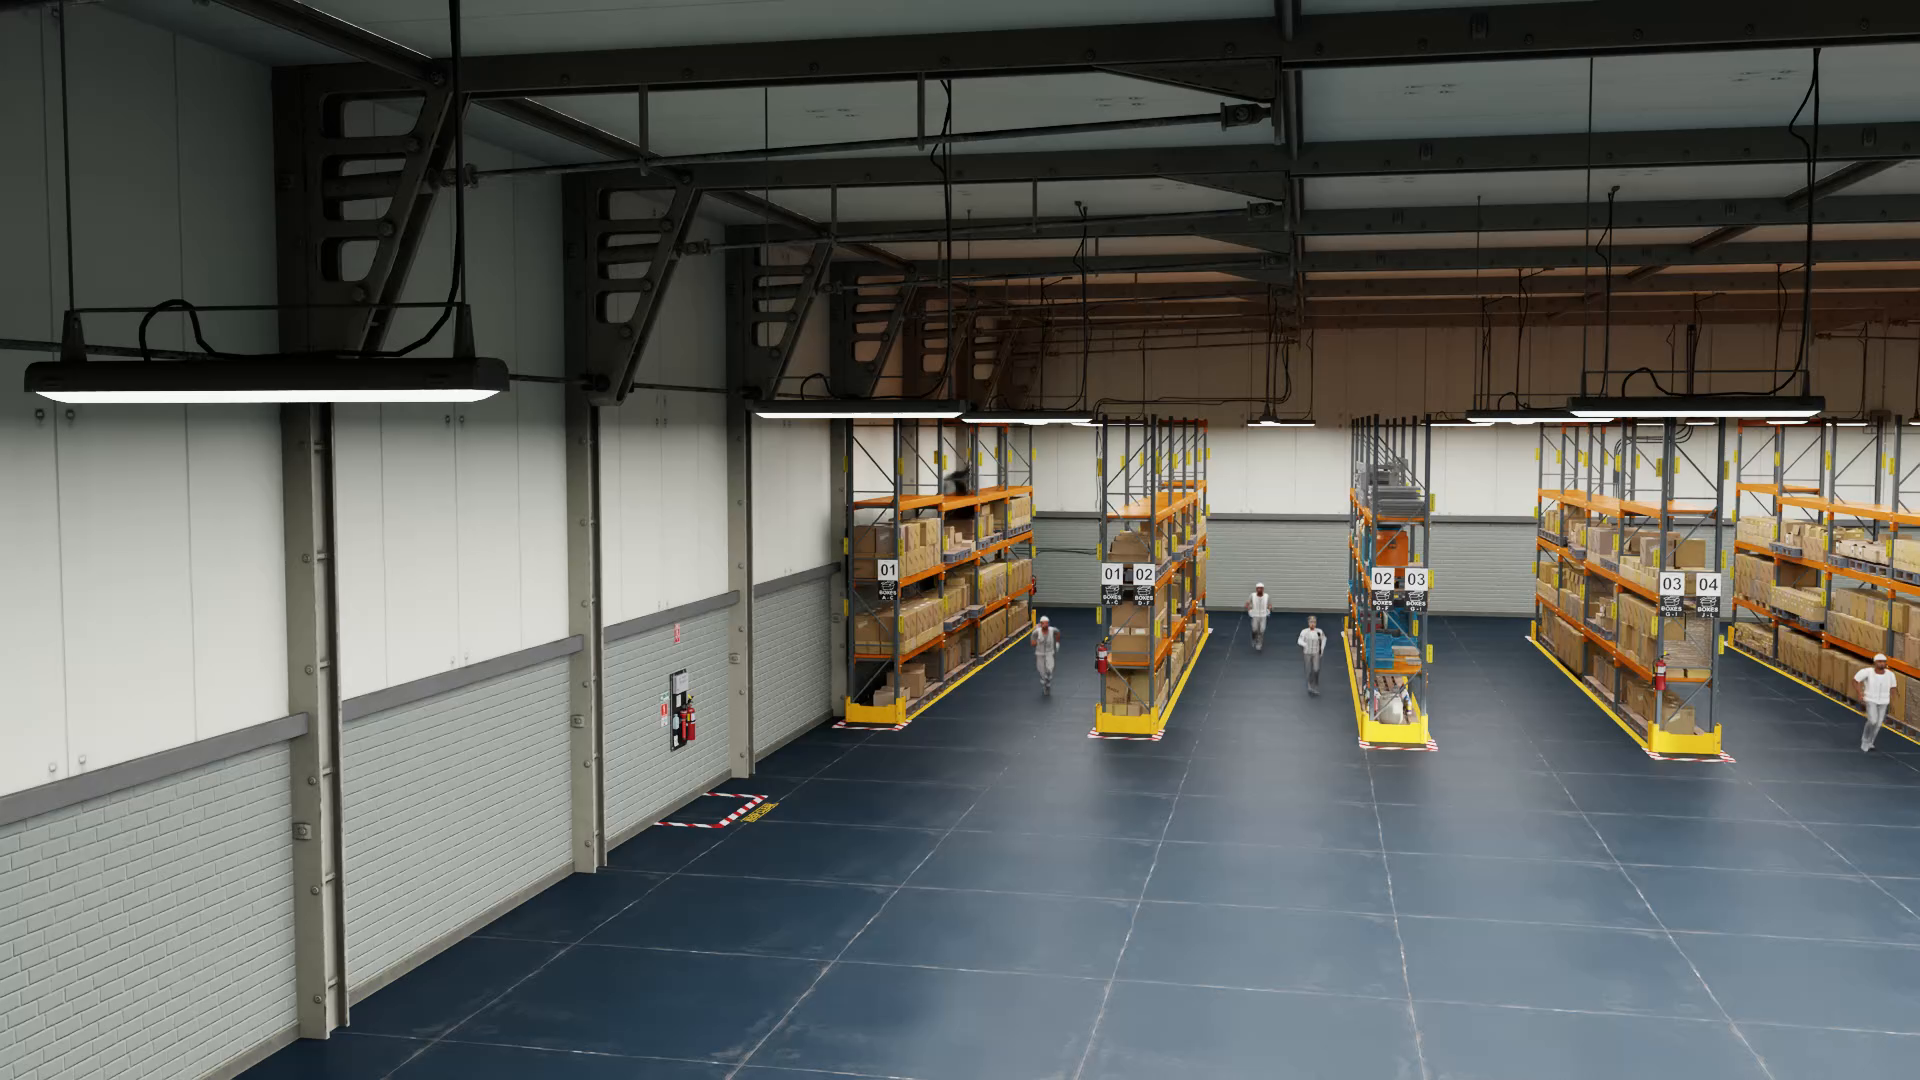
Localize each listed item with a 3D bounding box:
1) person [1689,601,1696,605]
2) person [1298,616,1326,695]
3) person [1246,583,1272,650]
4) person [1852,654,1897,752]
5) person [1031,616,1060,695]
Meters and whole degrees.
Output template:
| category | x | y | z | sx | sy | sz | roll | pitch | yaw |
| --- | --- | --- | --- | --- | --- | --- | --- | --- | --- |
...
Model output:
| category | x | y | z | sx | sy | sz | roll | pitch | yaw |
| --- | --- | --- | --- | --- | --- | --- | --- | --- | --- |
| person | 18.998 | 2.064 | 43.430 | 0.596 | 1.535 | 0.718 | 1 | 4 | 19 |
| person | 7.613 | 2.496 | 35.982 | 0.599 | 1.729 | 0.703 | 1 | 4 | 12 |
| person | 7.745 | 1.982 | 43.029 | 0.656 | 1.736 | 0.582 | 0 | 4 | 2 |
| person | 16.259 | 2.894 | 29.494 | 0.682 | 1.766 | 0.686 | 1 | 4 | 8 |
| person | 1.823 | 2.466 | 35.488 | 0.628 | 1.716 | 0.828 | 0 | 4 | 5 |
